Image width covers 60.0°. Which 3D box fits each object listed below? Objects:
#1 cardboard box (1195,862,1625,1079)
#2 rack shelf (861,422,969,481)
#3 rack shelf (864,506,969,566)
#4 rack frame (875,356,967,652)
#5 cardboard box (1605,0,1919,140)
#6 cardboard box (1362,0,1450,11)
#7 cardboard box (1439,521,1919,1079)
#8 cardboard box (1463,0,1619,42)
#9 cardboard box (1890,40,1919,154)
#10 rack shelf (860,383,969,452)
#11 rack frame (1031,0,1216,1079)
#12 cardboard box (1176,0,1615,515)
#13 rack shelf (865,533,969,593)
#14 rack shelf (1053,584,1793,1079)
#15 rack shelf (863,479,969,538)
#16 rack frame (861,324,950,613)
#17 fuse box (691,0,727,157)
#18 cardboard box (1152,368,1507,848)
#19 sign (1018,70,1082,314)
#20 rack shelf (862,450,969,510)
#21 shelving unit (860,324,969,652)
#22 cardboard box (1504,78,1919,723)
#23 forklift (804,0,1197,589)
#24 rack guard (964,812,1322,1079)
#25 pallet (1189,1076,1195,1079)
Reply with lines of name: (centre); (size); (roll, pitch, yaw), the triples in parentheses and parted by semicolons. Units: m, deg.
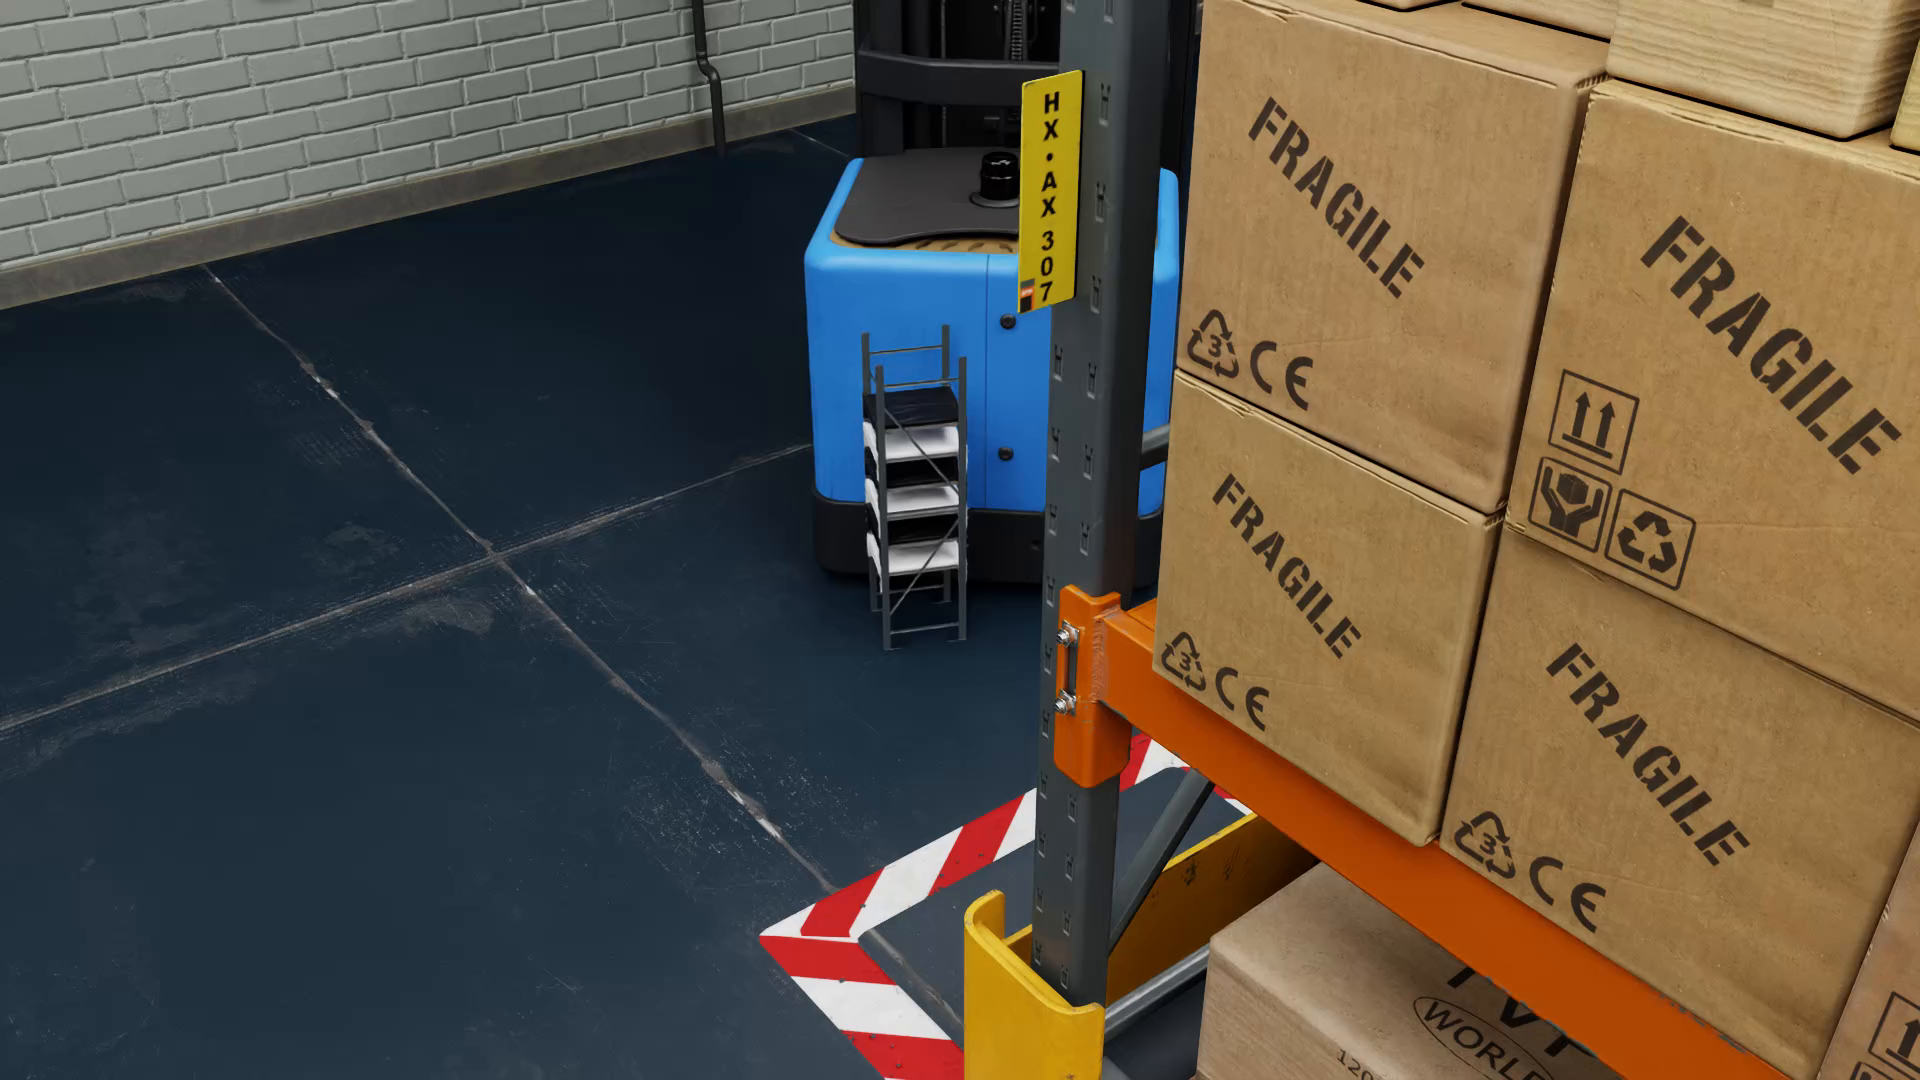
cardboard box: (1.047, 0.907, 2.977); (0.875, 0.438, 0.875); (-24, 39, -33)
rack shelf: (-0.123, -0.255, 4.530); (0.258, 0.077, 0.200); (-7, 33, -11)
rack shelf: (-0.123, -0.026, 4.673); (0.258, 0.077, 0.200); (-7, 33, -11)
rack frame: (-0.100, -0.079, 4.524); (0.240, 0.900, 0.006); (-7, 33, -11)
cardboard box: (0.848, -0.519, 1.586); (0.380, 0.149, 0.250); (-21, 38, -30)
cardboard box: (0.563, -0.751, 1.959); (0.380, 0.149, 0.250); (-21, 38, -30)
cardboard box: (0.963, 0.207, 1.980); (0.500, 0.500, 0.500); (-23, 38, -32)
cardboard box: (0.780, -0.665, 1.820); (0.380, 0.149, 0.250); (-21, 38, -30)
cardboard box: (1.024, -0.415, 1.419); (0.380, 0.149, 0.250); (-24, 39, -33)
rack shelf: (-0.123, -0.332, 4.483); (0.258, 0.077, 0.200); (-7, 33, -11)
rack frame: (0.564, -0.246, 2.803); (1.000, 3.000, 0.127); (-22, 38, -31)
cardboard box: (0.633, -0.421, 2.042); (0.500, 0.500, 0.500); (-23, 39, -32)
rack shelf: (-0.123, 0.050, 4.720); (0.258, 0.077, 0.200); (-7, 33, -11)
rack shelf: (1.790, 0.893, 1.650); (1.077, 0.370, 4.000); (-22, 38, -31)
rack shelf: (-0.123, -0.103, 4.625); (0.258, 0.077, 0.200); (-7, 33, -11)
rack frame: (-0.146, -0.183, 4.692); (0.240, 0.900, 0.006); (-7, 33, -11)
fuse box: (-1.164, -2.660, 7.910); (0.539, 1.711, 0.414); (-22, 38, -31)
cardboard box: (0.631, 0.005, 2.305); (0.500, 0.500, 0.500); (-23, 38, -32)
sign: (0.122, -0.470, 2.268); (0.100, 0.325, 0.005); (-22, 38, -31)
rack shelf: (-0.123, -0.179, 4.578); (0.258, 0.077, 0.200); (-7, 33, -11)
shelving unit: (-0.123, -0.131, 4.608); (0.258, 0.900, 0.210); (-7, 33, -11)
cardboard box: (0.955, -0.208, 1.699); (0.500, 0.500, 0.500); (-23, 39, -33)
forklift: (0.229, -1.858, 5.463); (1.130, 2.935, 3.031); (3, 32, 5)
rack guard: (0.549, 0.806, 3.478); (1.175, 0.500, 0.348); (-22, 38, -31)
pallet: (1.116, 1.247, 3.043); (1.003, 0.211, 1.213); (-22, 38, -31)
